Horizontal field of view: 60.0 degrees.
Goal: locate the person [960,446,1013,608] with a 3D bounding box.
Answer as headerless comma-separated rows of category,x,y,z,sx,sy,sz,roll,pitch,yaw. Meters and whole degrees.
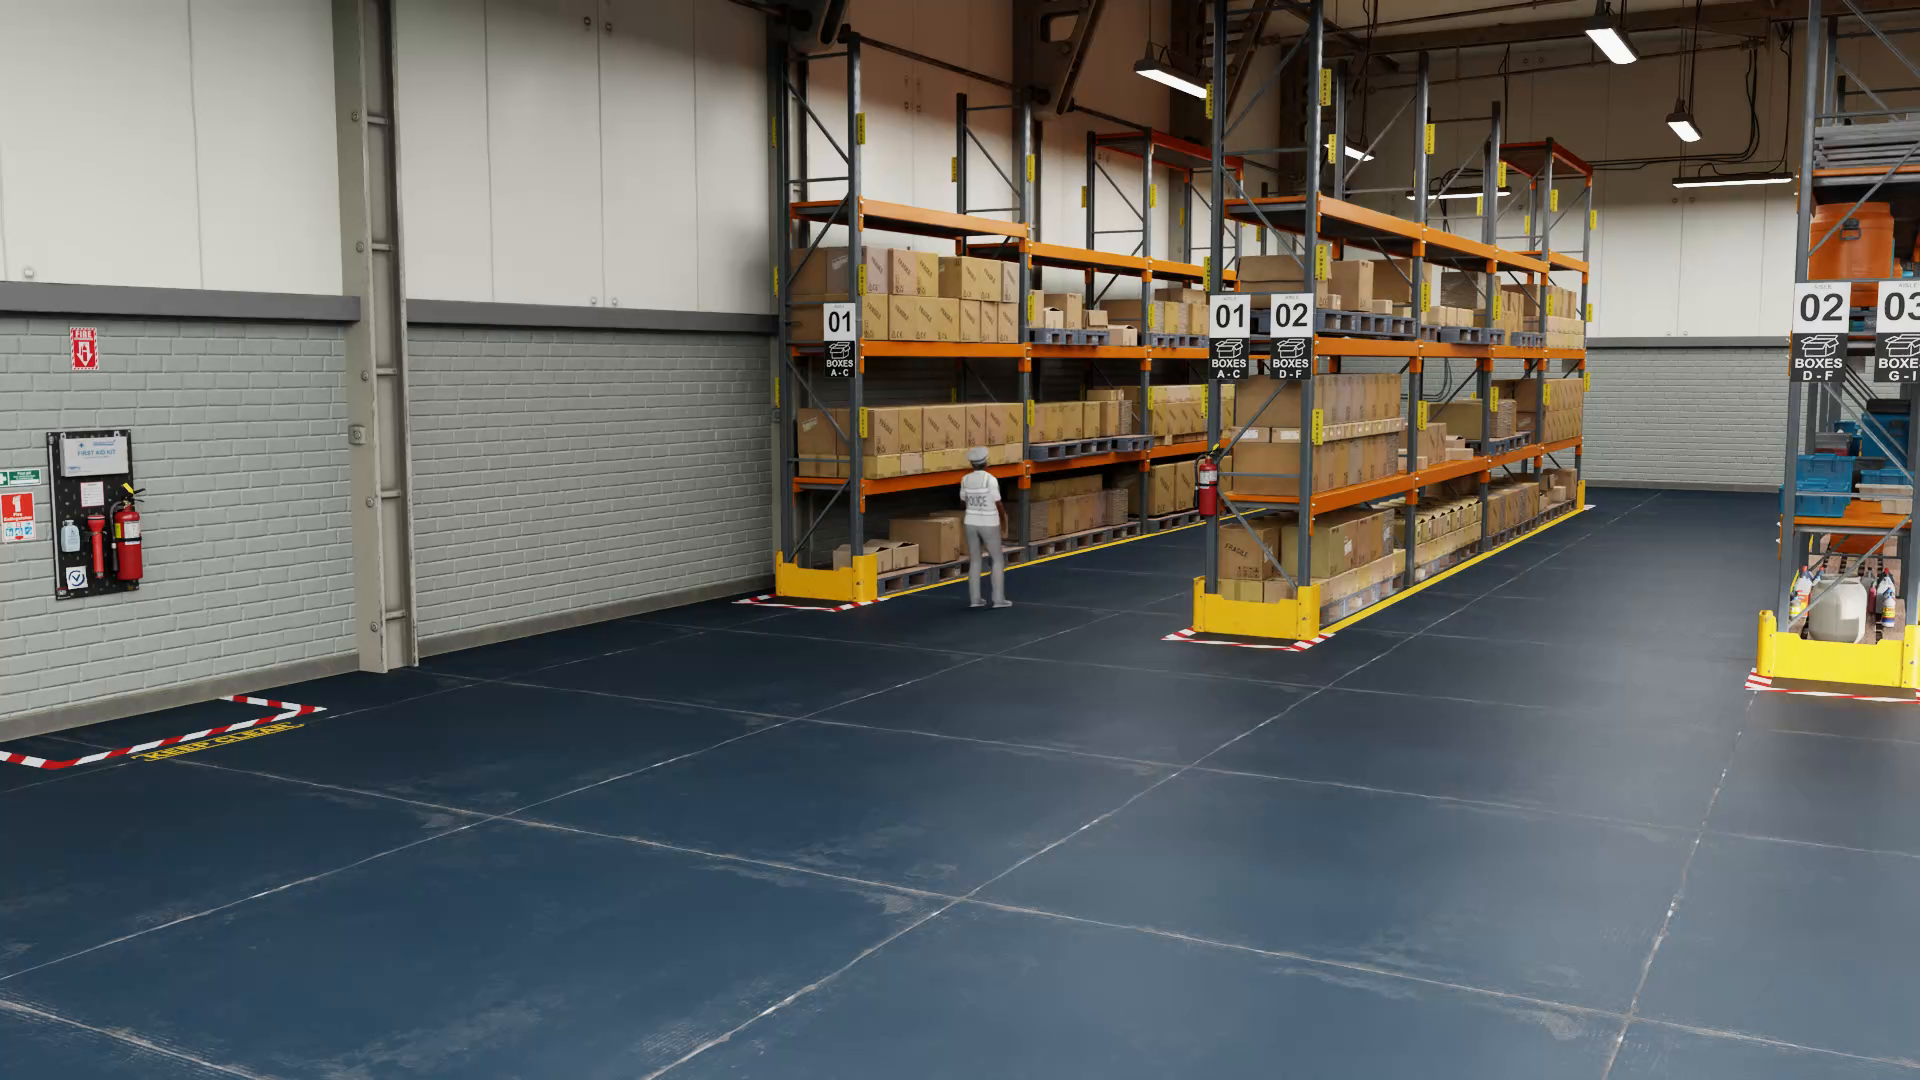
person,0.262,-0.137,17.517,0.535,1.698,0.435,3,7,29
